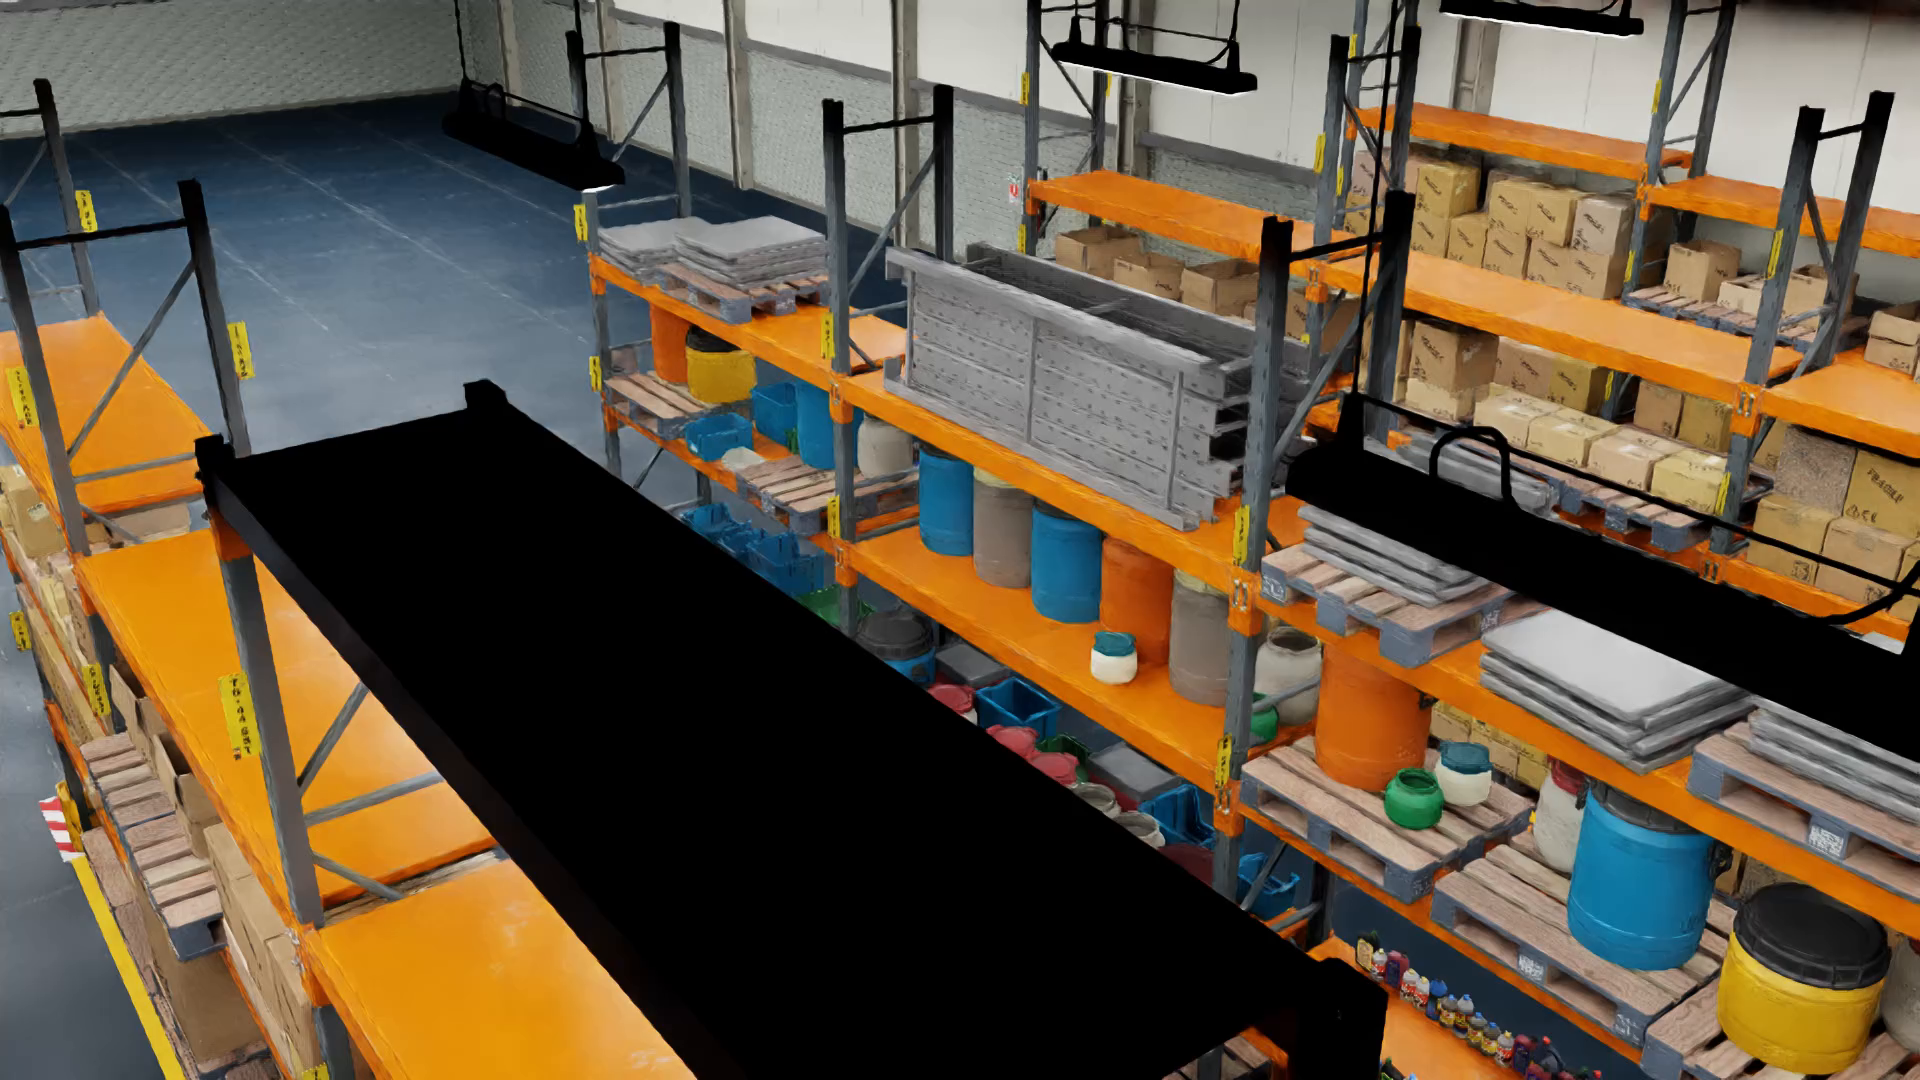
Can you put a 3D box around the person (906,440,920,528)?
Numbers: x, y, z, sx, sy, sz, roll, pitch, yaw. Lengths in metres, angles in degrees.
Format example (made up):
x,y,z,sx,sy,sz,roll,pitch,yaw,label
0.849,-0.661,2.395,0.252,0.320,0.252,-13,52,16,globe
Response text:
x,y,z,sx,sy,sz,roll,pitch,yaw,label
-0.309,-0.284,17.688,0.822,1.591,0.622,17,30,33,person
